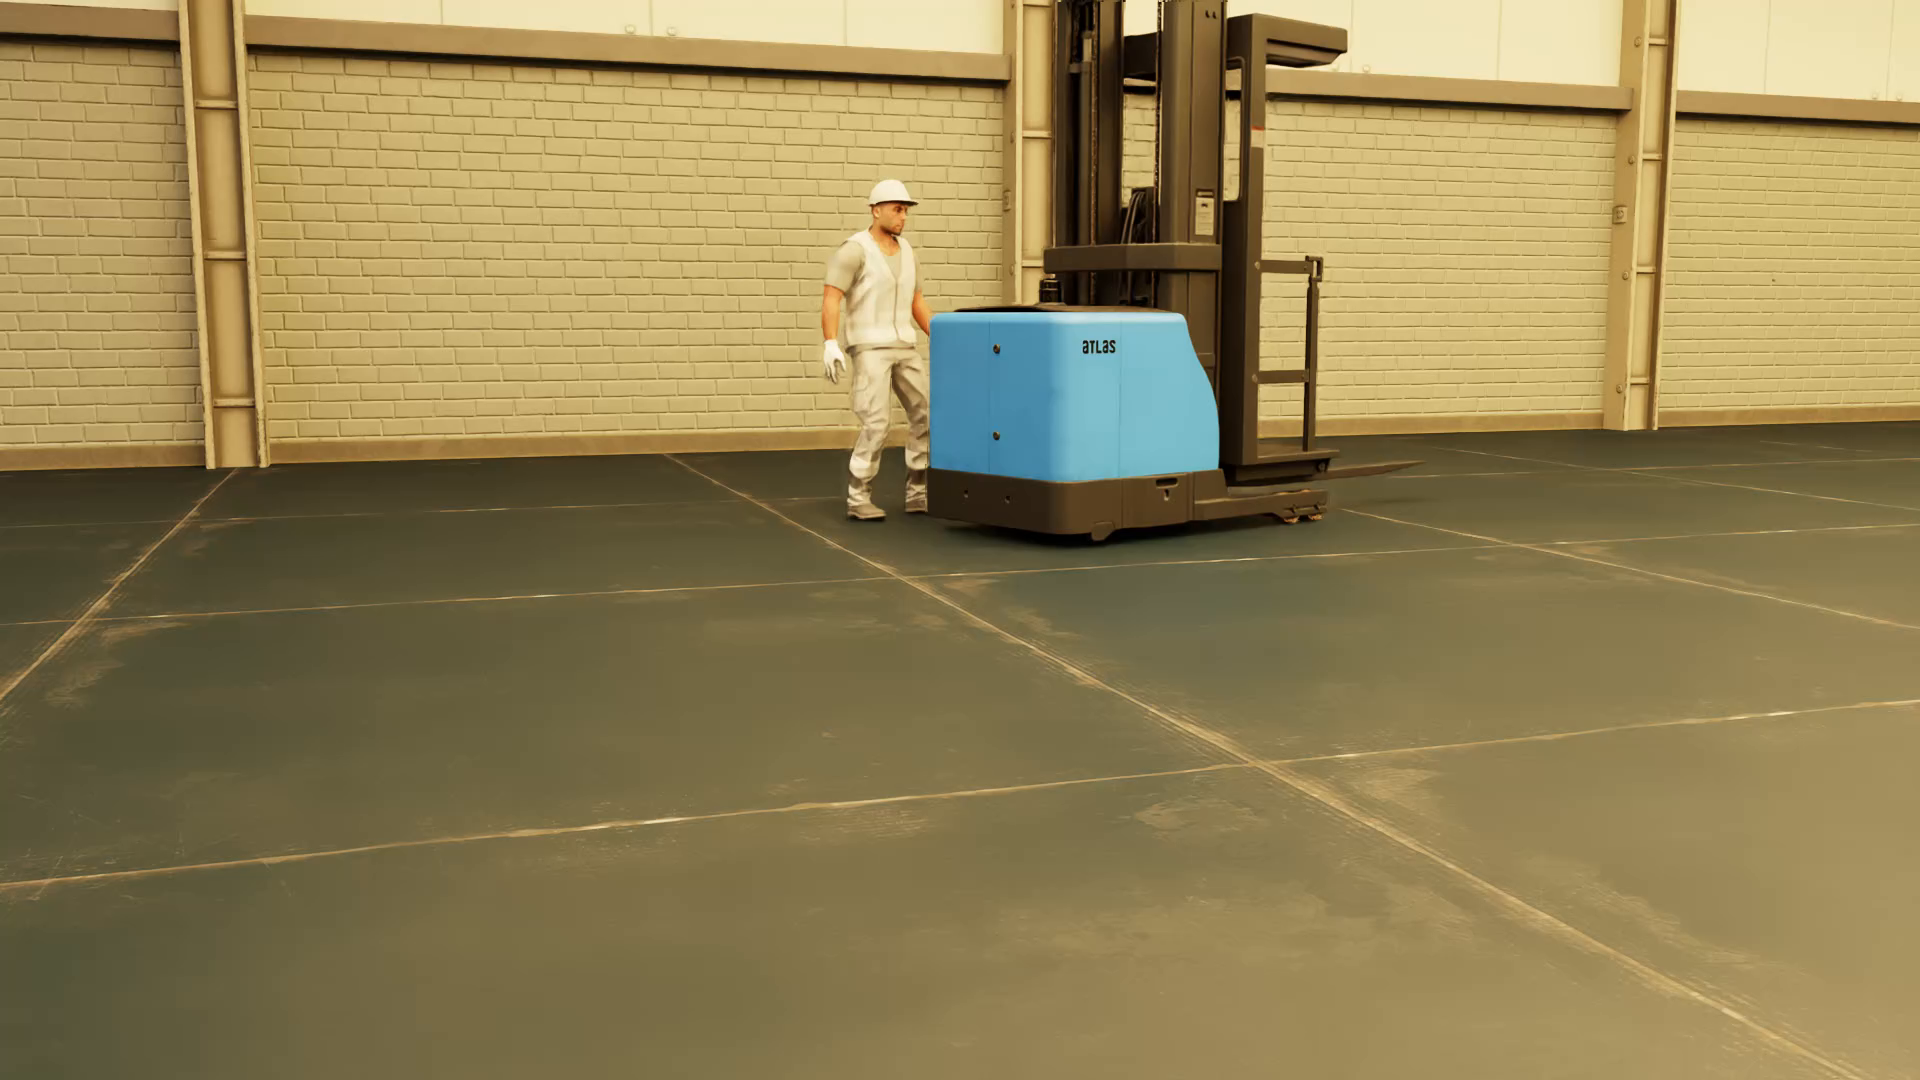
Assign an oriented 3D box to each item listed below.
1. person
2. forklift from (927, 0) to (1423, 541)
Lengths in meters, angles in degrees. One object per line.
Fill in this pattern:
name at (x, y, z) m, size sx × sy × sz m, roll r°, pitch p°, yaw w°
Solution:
person at (-0.381, -0.983, 8.676) m, size 0.815 × 1.754 × 0.398 m, roll -7°, pitch 11°, yaw -43°
forklift at (1.291, -1.584, 8.693) m, size 3.031 × 2.935 × 1.130 m, roll -6°, pitch 10°, yaw -39°
